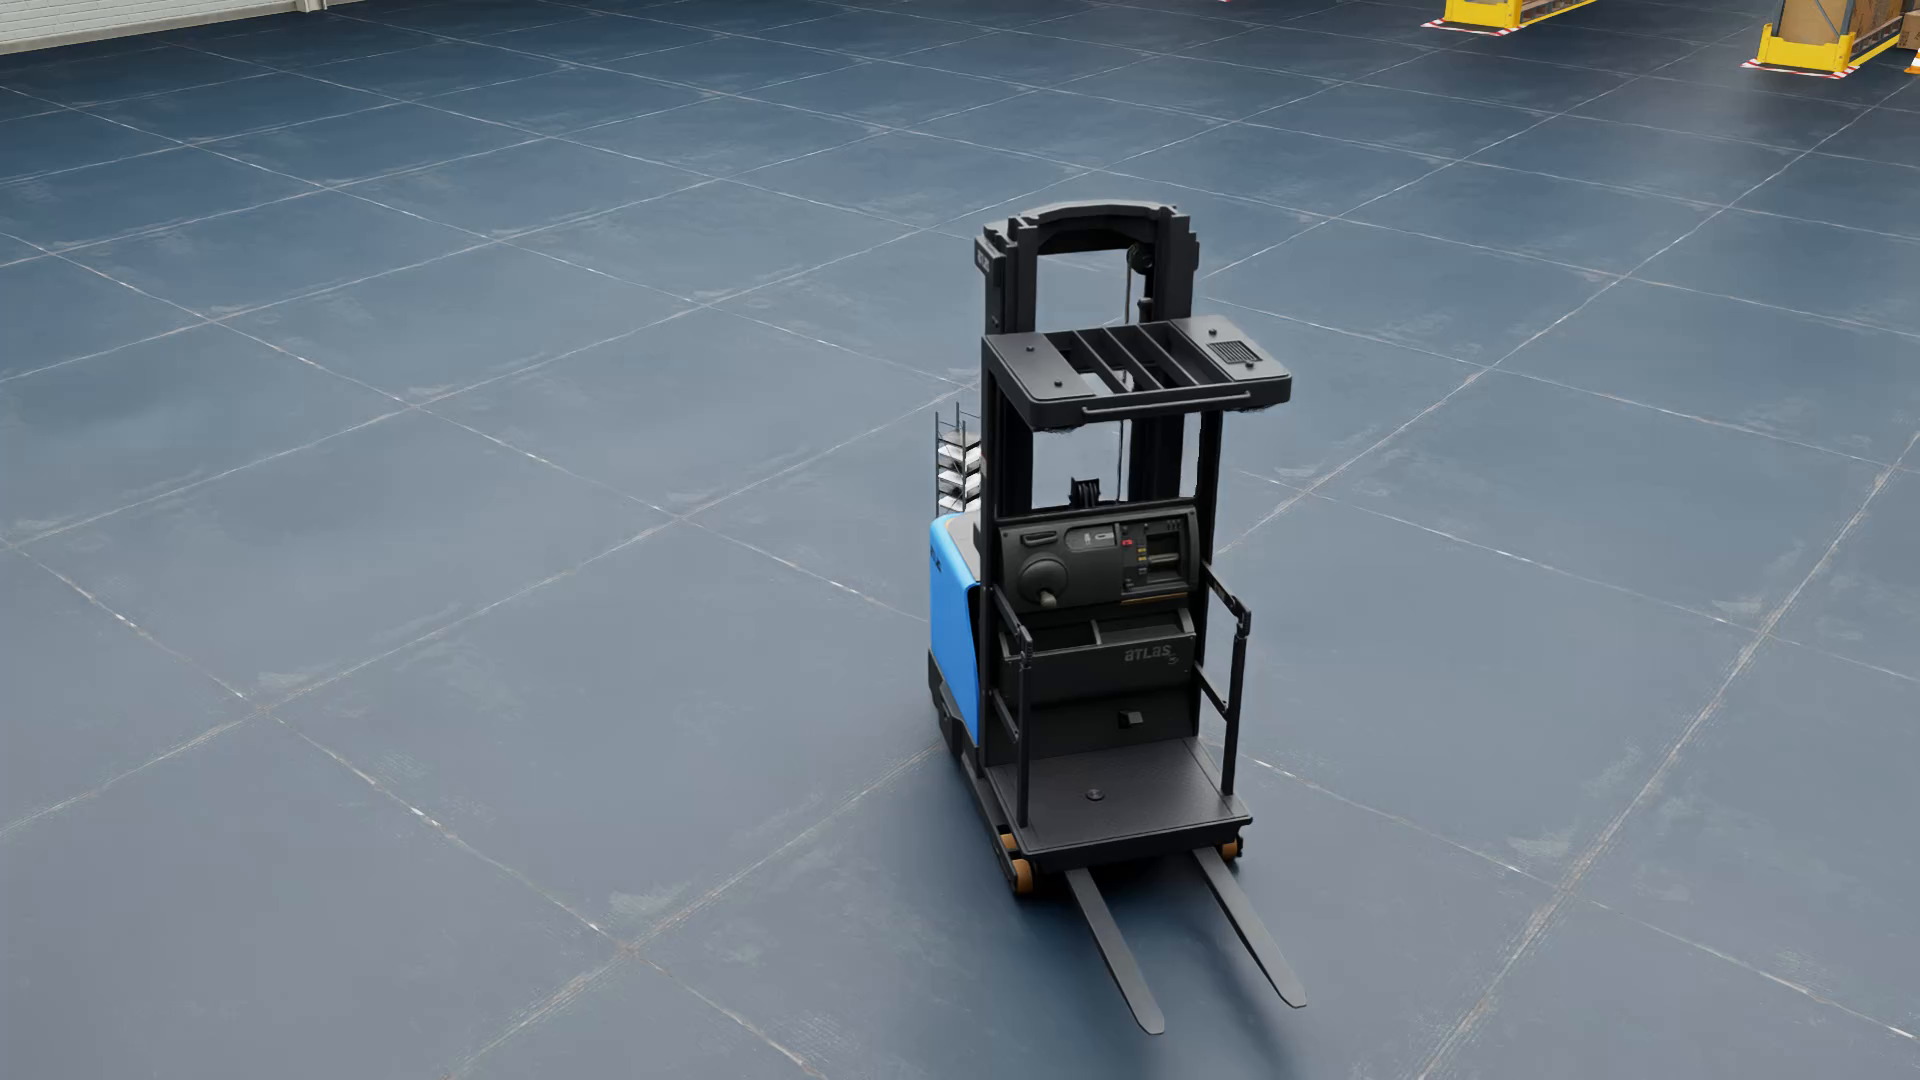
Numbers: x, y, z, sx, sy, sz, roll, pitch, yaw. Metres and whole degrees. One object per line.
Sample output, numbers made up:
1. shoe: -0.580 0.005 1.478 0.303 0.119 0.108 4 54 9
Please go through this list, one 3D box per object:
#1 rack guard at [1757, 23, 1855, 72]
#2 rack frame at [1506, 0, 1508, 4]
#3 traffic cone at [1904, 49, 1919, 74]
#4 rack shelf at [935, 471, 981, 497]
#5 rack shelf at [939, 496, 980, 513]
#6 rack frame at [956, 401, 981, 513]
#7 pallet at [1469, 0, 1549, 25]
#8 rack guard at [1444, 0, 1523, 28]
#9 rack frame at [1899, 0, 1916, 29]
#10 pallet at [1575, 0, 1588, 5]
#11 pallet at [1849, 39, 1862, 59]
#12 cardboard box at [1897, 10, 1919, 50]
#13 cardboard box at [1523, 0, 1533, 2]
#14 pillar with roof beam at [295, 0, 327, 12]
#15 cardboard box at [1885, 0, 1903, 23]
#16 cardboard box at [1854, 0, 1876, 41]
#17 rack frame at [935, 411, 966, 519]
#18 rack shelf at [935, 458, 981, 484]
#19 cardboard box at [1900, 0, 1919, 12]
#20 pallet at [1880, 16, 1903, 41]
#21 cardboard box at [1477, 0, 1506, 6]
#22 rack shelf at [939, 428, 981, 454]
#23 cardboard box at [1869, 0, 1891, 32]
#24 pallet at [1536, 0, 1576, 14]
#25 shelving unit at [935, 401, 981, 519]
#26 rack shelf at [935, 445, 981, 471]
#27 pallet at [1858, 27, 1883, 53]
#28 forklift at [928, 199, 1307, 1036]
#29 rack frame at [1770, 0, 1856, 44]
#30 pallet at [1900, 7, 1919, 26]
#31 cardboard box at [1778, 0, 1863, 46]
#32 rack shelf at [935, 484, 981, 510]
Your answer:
1. rack guard: 12.144 -7.079 23.890 1.175 0.500 0.348 21 34 34
2. rack frame: 8.397 -9.683 26.203 1.000 3.000 0.127 21 34 34
3. traffic cone: 13.593 -6.844 23.476 0.336 0.463 0.334 21 34 34
4. rack shelf: 0.005 -0.373 10.564 0.258 0.077 0.200 21 34 34
5. rack shelf: 0.005 -0.213 10.647 0.258 0.077 0.200 21 34 34
6. rack frame: 0.070 -0.439 10.618 0.240 0.900 0.006 21 34 34
7. pallet: 8.989 -8.749 27.433 1.003 0.211 1.213 21 34 34
8. rack guard: 8.445 -8.600 26.830 1.175 0.500 0.348 21 34 34
9. rack frame: 14.704 -9.616 26.073 1.000 3.000 0.127 21 34 34
10. pallet: 10.541 -9.614 29.105 1.003 0.211 1.213 21 34 34
11. pallet: 12.608 -7.265 24.565 1.003 0.211 1.213 21 34 34
12. cardboard box: 14.508 -7.656 25.003 0.500 0.500 0.500 -21 34 -35
13. cardboard box: 9.161 -9.198 27.529 0.500 0.500 0.500 -18 32 -31
14. pillar with roof beam: -7.603 -11.679 23.532 9.100 9.000 0.400 21 34 34
15. cardboard box: 14.250 -8.656 26.073 0.875 0.875 0.875 21 34 35
16. cardboard box: 13.098 -8.013 24.830 0.875 0.875 0.875 20 34 34
17. rack frame: -0.059 -0.367 10.479 0.240 0.900 0.006 21 34 34
18. rack shelf: 0.005 -0.453 10.523 0.258 0.077 0.200 21 34 34
19. cardboard box: 15.029 -9.050 26.970 1.050 0.750 0.750 21 34 34
20. pallet: 14.160 -8.131 26.237 1.003 0.211 1.213 21 34 34
21. cardboard box: 8.807 -8.976 27.100 0.500 0.500 0.500 -21 34 -35
22. rack shelf: 0.005 -0.613 10.440 0.258 0.077 0.200 21 34 34
23. cardboard box: 13.680 -8.335 25.454 0.875 0.875 0.875 21 34 35
24. pallet: 9.765 -9.180 28.265 1.003 0.211 1.213 21 34 34
25. shelving unit: 0.005 -0.403 10.549 0.258 0.900 0.210 21 34 34
26. rack shelf: 0.005 -0.533 10.481 0.258 0.077 0.200 21 34 34
27. pallet: 13.384 -7.696 25.397 1.003 0.211 1.213 21 34 34
28. forklift: 0.691 0.125 7.319 1.130 2.935 3.031 -7 28 -13
29. rack frame: 12.160 -8.198 23.332 1.000 3.000 0.127 21 34 34
30. pallet: 15.137 -8.673 27.285 1.003 0.211 1.213 21 34 34
31. cardboard box: 12.540 -7.700 24.226 0.875 0.875 0.875 21 34 35
32. rack shelf: 0.005 -0.293 10.605 0.258 0.077 0.200 21 34 34
